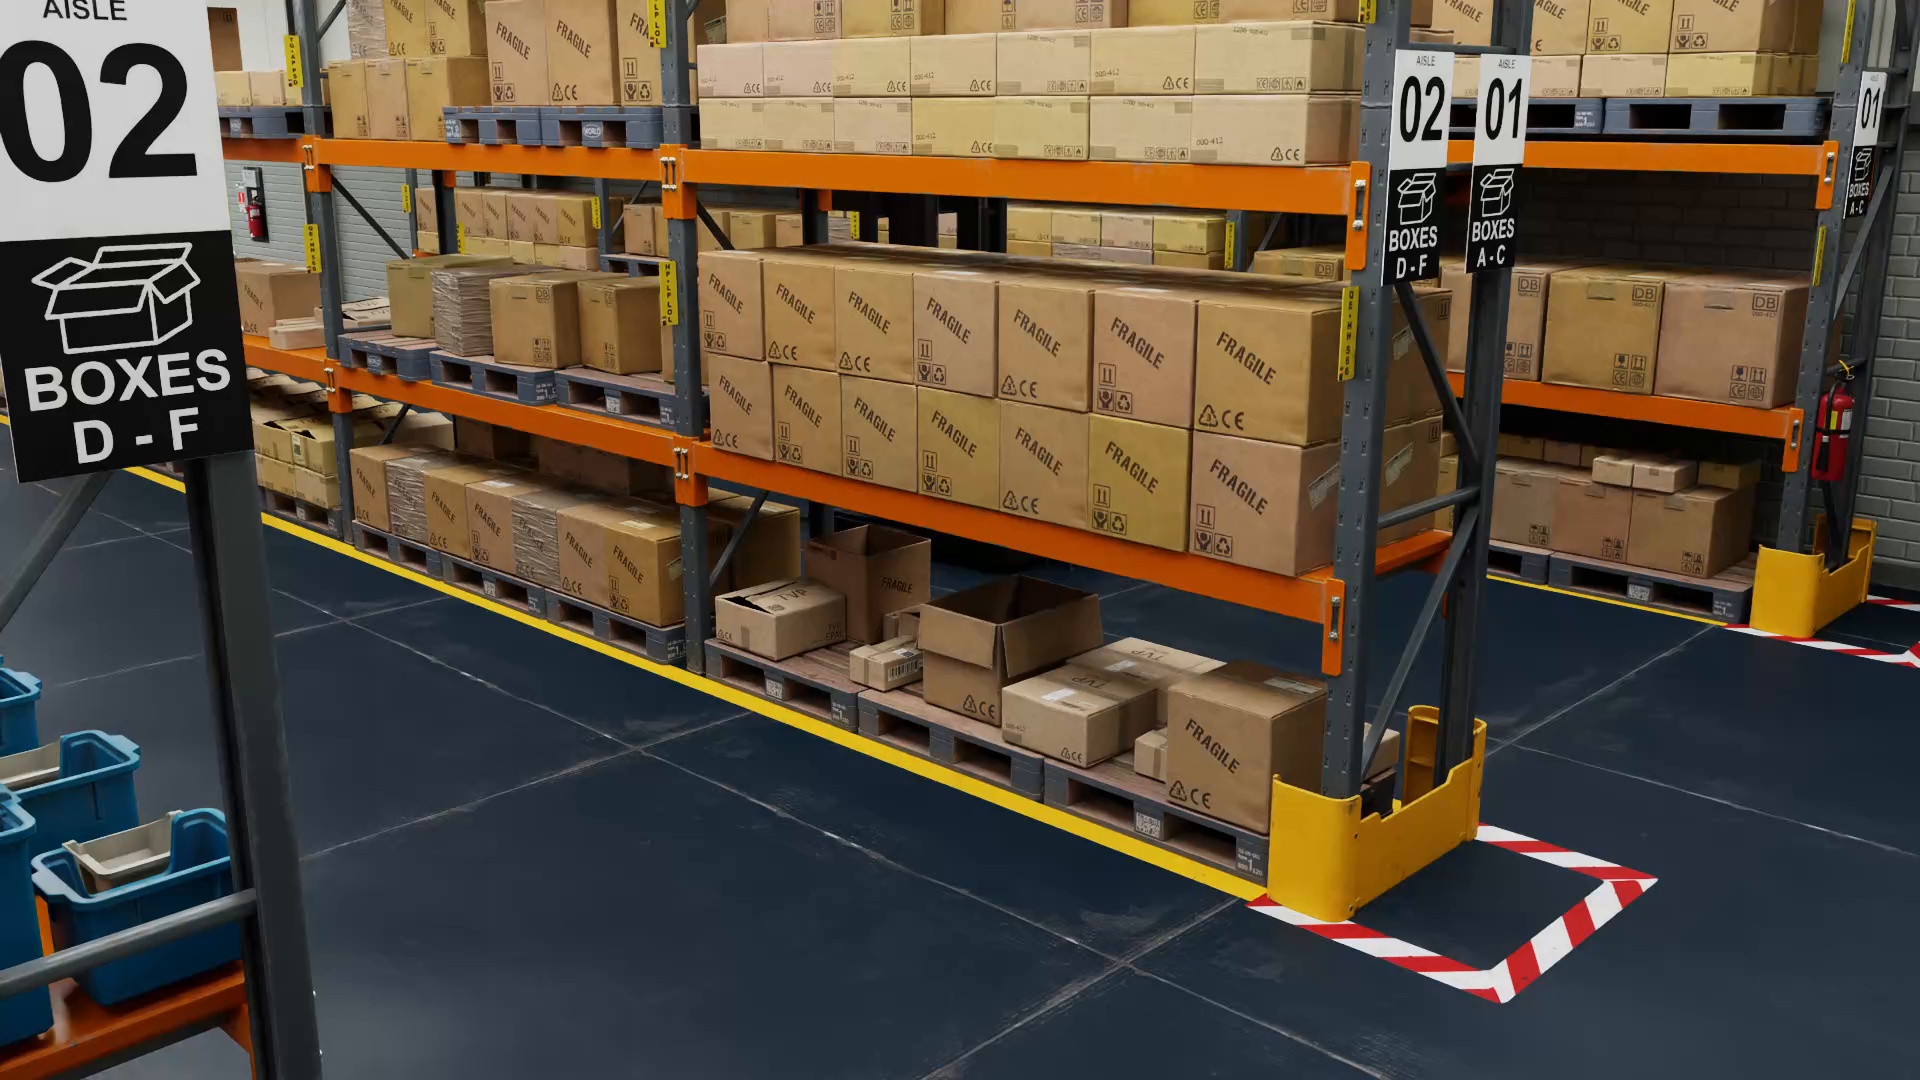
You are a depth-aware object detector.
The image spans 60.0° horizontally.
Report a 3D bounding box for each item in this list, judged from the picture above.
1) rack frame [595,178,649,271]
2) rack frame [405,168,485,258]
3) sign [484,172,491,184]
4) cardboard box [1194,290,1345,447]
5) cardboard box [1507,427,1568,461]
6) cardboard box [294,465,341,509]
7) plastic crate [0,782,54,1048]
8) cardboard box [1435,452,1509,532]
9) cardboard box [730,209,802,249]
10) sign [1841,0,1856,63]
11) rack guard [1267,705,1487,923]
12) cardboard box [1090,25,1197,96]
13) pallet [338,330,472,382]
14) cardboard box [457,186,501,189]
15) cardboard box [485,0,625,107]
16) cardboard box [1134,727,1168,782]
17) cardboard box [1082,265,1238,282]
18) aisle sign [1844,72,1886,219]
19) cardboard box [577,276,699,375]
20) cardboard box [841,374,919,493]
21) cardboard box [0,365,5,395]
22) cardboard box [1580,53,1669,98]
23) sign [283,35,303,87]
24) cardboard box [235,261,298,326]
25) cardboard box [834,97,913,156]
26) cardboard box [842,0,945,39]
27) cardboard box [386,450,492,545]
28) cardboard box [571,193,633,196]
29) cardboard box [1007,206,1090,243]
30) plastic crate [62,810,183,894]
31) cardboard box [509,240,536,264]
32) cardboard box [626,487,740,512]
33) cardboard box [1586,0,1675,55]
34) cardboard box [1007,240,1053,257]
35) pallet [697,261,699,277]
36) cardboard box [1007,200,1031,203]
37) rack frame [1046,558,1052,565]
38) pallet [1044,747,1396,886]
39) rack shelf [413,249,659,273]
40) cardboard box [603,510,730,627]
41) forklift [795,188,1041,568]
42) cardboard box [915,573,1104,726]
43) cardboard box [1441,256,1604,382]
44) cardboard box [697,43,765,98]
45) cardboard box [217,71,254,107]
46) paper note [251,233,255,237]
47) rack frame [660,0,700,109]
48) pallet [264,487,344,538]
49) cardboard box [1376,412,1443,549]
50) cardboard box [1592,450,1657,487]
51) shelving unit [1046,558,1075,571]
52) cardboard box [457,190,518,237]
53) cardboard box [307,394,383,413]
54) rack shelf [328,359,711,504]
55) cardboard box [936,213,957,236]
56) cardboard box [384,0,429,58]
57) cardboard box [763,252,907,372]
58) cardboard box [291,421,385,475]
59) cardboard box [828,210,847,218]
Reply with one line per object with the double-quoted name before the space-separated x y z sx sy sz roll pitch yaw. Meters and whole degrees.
"rack frame" -3.438 -3.109 17.914 0.127 3.000 1.000 14 20 42
"rack frame" -6.318 -3.809 20.601 0.127 3.000 1.000 14 20 42
"sign" -5.918 -4.619 20.788 0.005 0.325 0.100 14 20 42
"cardboard box" 1.253 -0.669 6.370 0.500 0.500 0.500 13 20 42
"cardboard box" 3.942 -0.657 11.341 0.250 0.149 0.380 14 20 43
"cardboard box" -4.542 -0.429 12.252 0.500 0.250 0.500 -14 20 -43
"plastic crate" -2.047 0.719 3.036 0.499 0.435 0.616 14 20 42
"cardboard box" 3.515 -0.374 11.543 0.700 0.500 0.500 -14 20 -43
"cardboard box" -1.816 -2.965 16.290 0.500 0.500 0.700 14 20 42
"sign" 4.814 -2.754 9.006 0.005 0.325 0.100 14 20 42
"rack guard" 1.710 1.087 6.767 0.348 0.500 1.175 14 20 42
"cardboard box" 0.858 -1.861 6.482 0.500 0.250 0.500 14 20 42
"pallet" -3.458 -1.310 11.392 1.003 0.211 1.213 14 20 42
"cardboard box" -5.831 -4.065 20.354 0.500 0.500 0.500 13 20 42
"cardboard box" -2.388 -2.895 9.915 0.600 0.600 0.600 13 19 40
"cardboard box" 0.973 0.912 7.231 0.250 0.166 0.380 14 20 42
"cardboard box" 0.890 -0.945 7.429 0.500 0.500 0.500 14 20 43
"aisle sign" 5.044 -2.200 9.269 0.004 0.787 0.394 14 20 42
"cardboard box" -1.840 -1.293 9.914 0.700 0.500 0.500 -11 18 -35
"cardboard box" -0.208 -0.542 7.864 0.500 0.500 0.500 14 20 42
"cardboard box" -9.522 -1.647 16.926 0.500 0.250 0.500 14 20 42
"cardboard box" 4.114 -2.810 10.085 0.500 0.250 0.500 13 19 40
"sign" -4.385 -3.150 10.940 0.005 0.325 0.100 14 20 42
"cardboard box" -5.592 -1.940 13.231 0.500 0.500 0.500 14 20 42
"cardboard box" -0.220 -1.882 7.554 0.500 0.250 0.500 14 20 42
"cardboard box" -0.112 -2.515 7.505 0.500 0.500 0.700 14 20 42
"cardboard box" -3.484 -0.290 11.182 0.500 0.500 0.500 13 19 40
"cardboard box" -4.001 -3.620 18.647 0.500 0.500 0.500 14 20 42
"cardboard box" 0.711 -2.578 13.564 0.500 0.250 0.500 13 20 41
"plastic crate" -1.799 0.714 3.647 0.298 0.136 0.250 14 20 42
"cardboard box" -4.715 -3.248 18.705 0.500 0.250 0.500 14 20 42
"cardboard box" -1.686 -0.032 10.193 0.500 0.500 0.500 14 20 43
"cardboard box" 4.131 -3.170 9.980 0.500 0.500 0.500 -14 20 -43
"cardboard box" 0.721 -2.209 13.634 0.500 0.500 0.500 -14 20 -43
"pallet" -2.012 -2.655 16.553 1.213 0.211 1.003 14 20 42
"cardboard box" 0.318 -2.850 14.606 0.500 0.250 0.500 13 19 40
"rack frame" 0.666 -0.286 11.244 0.006 0.900 0.240 13 19 40
"pallet" 1.135 1.088 7.338 1.213 0.211 1.003 14 20 42
"rack shelf" -4.878 -3.111 19.348 4.000 0.370 1.077 14 20 42
"cardboard box" -1.669 0.153 9.479 0.500 0.500 0.500 14 20 42
"forklift" -0.469 -1.524 11.968 3.031 2.935 1.130 13 19 40
"cardboard box" 0.241 0.514 8.089 0.637 0.503 0.797 14 20 42
"cardboard box" 3.752 -1.502 11.151 0.700 0.700 0.980 12 19 40
"cardboard box" -0.937 -2.300 8.166 0.500 0.250 0.500 14 20 42
"cardboard box" -5.154 -3.351 12.359 0.500 0.250 0.500 13 20 41
"paper note" -11.365 -4.950 26.728 0.142 0.148 0.016 14 20 42
"rack frame" -1.115 -3.712 8.331 0.127 3.000 1.000 14 20 42
"pallet" -4.560 -0.311 12.706 1.213 0.211 1.003 14 20 42
"cardboard box" 1.628 -0.283 6.870 0.500 0.500 0.500 -14 20 -43
"cardboard box" 4.224 -0.455 10.566 0.380 0.149 0.250 -14 20 -43
"shelving unit" 0.742 -0.269 11.179 0.210 0.900 0.258 13 19 40
"cardboard box" -5.466 -3.791 19.303 0.500 0.500 0.500 13 19 40
"cardboard box" -4.917 -0.978 13.245 0.500 0.311 0.500 13 19 41
"rack shelf" -2.554 -0.811 10.522 4.000 0.370 1.077 14 20 42
"cardboard box" -0.023 -2.753 14.235 0.500 0.250 0.500 13 20 41
"cardboard box" -3.317 -3.326 10.617 0.500 0.500 0.500 14 20 42
"cardboard box" -0.599 -1.117 8.090 0.500 0.500 0.500 13 19 40
"cardboard box" -4.542 -0.700 12.178 0.500 0.311 0.500 -14 20 -43
"cardboard box" -1.070 -3.093 15.494 0.250 0.149 0.380 10 17 33
